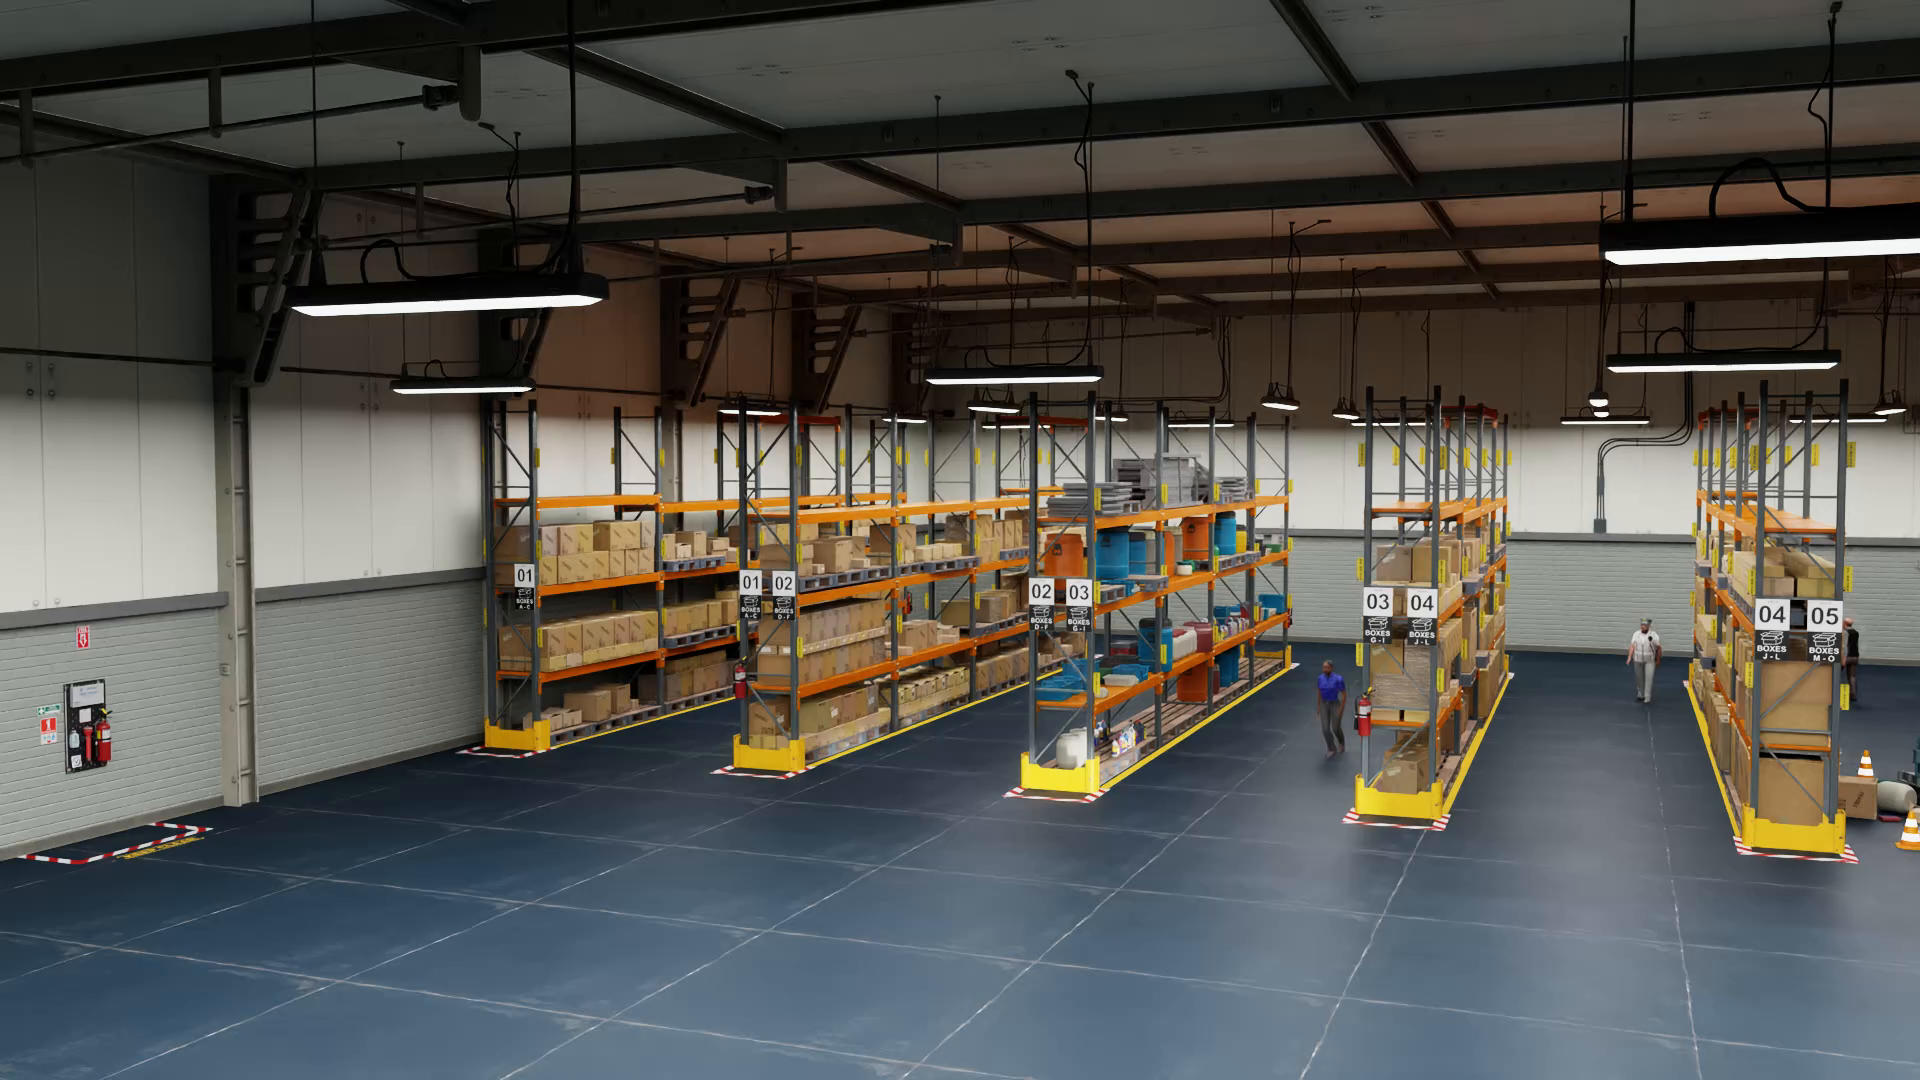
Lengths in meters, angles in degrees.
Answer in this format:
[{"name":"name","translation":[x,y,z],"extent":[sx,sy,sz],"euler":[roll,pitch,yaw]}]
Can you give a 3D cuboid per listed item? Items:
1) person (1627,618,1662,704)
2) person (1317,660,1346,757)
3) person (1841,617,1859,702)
[{"name":"person","translation":[14.012,2.442,34.050],"extent":[0.644,1.701,1.077],"euler":[1,3,25]},{"name":"person","translation":[6.278,2.821,27.969],"extent":[0.507,1.622,0.578],"euler":[2,3,34]},{"name":"person","translation":[18.259,2.446,34.145],"extent":[0.526,1.698,0.555],"euler":[0,3,-9]}]
